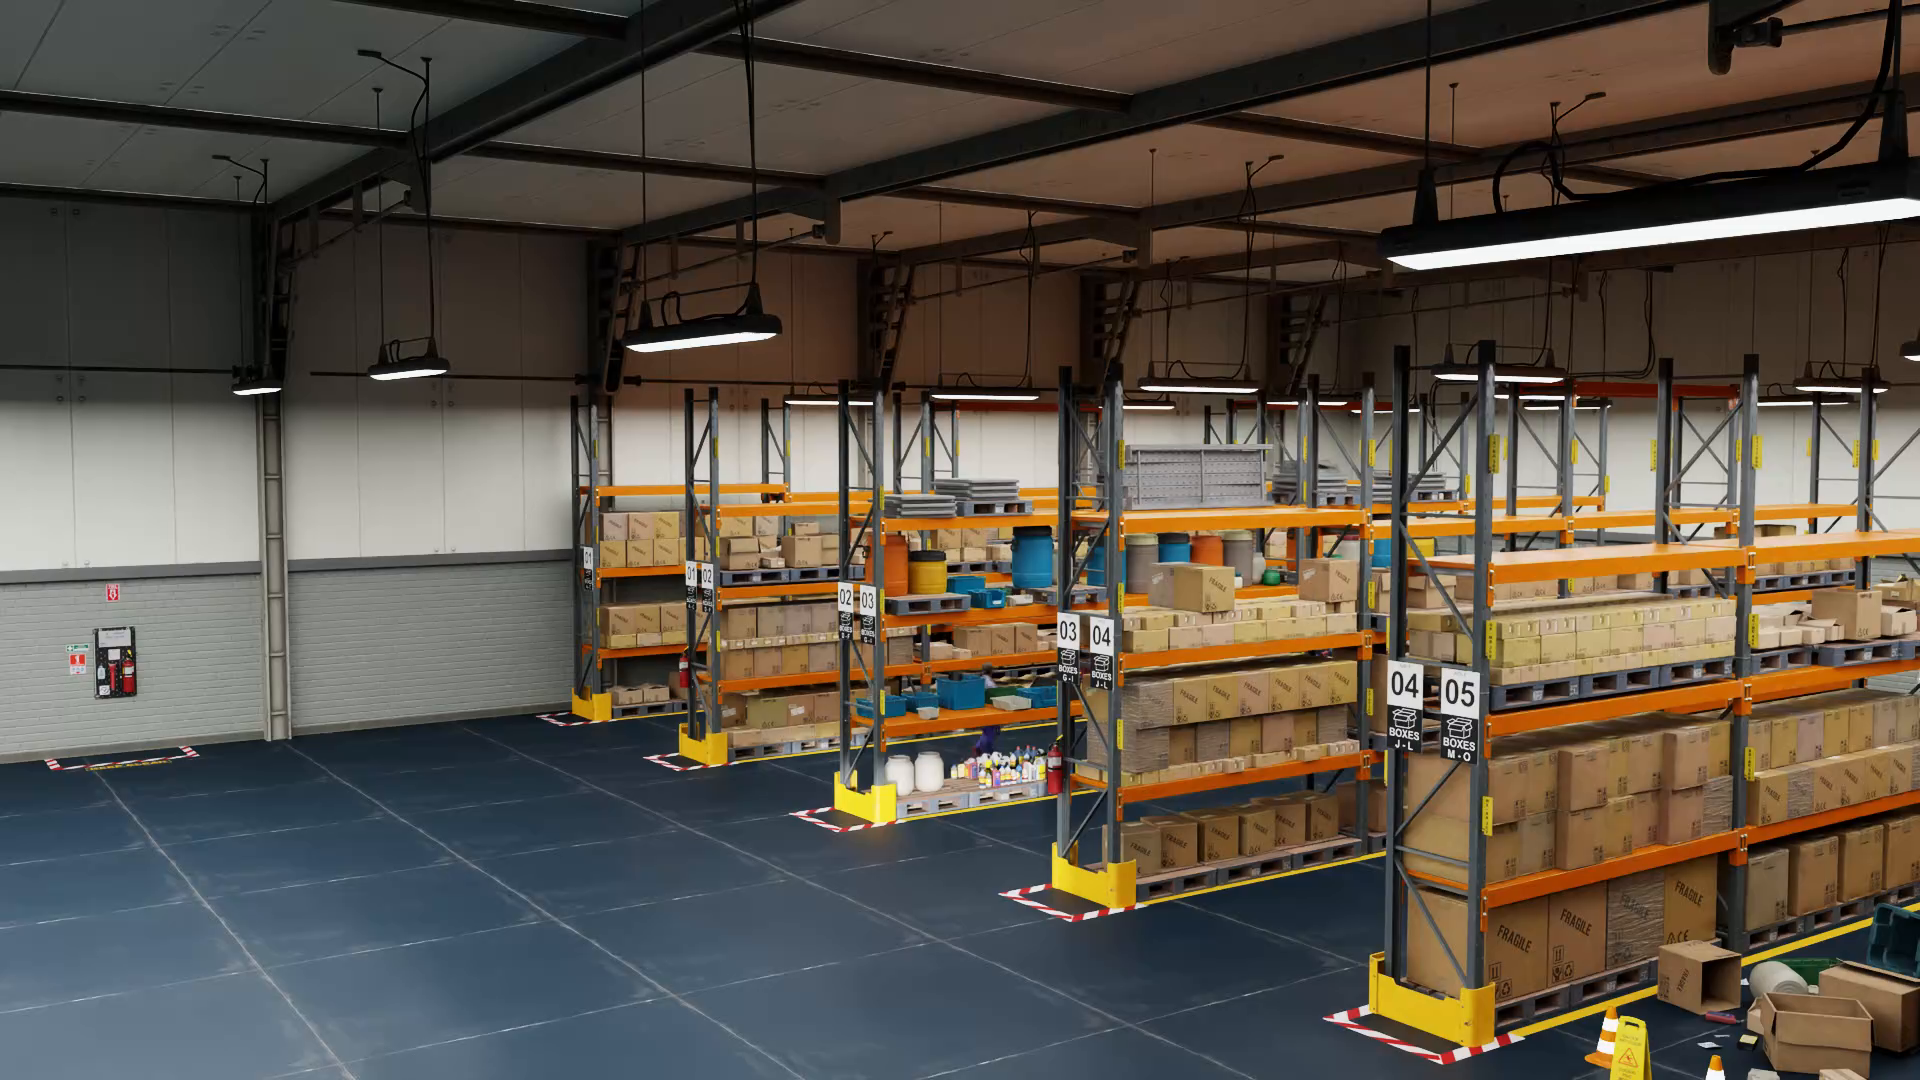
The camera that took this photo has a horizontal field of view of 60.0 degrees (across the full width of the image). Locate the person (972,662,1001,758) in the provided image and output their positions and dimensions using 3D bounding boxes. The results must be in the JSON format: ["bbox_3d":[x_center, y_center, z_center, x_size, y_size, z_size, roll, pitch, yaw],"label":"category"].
[{"bbox_3d":[0.423,2.745,26.365,0.476,1.640,0.480,0,3,0],"label":"person"}]

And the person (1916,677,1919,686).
[{"bbox_3d":[17.202,2.563,29.443,0.457,1.702,0.530,-1,4,-20],"label":"person"}]
